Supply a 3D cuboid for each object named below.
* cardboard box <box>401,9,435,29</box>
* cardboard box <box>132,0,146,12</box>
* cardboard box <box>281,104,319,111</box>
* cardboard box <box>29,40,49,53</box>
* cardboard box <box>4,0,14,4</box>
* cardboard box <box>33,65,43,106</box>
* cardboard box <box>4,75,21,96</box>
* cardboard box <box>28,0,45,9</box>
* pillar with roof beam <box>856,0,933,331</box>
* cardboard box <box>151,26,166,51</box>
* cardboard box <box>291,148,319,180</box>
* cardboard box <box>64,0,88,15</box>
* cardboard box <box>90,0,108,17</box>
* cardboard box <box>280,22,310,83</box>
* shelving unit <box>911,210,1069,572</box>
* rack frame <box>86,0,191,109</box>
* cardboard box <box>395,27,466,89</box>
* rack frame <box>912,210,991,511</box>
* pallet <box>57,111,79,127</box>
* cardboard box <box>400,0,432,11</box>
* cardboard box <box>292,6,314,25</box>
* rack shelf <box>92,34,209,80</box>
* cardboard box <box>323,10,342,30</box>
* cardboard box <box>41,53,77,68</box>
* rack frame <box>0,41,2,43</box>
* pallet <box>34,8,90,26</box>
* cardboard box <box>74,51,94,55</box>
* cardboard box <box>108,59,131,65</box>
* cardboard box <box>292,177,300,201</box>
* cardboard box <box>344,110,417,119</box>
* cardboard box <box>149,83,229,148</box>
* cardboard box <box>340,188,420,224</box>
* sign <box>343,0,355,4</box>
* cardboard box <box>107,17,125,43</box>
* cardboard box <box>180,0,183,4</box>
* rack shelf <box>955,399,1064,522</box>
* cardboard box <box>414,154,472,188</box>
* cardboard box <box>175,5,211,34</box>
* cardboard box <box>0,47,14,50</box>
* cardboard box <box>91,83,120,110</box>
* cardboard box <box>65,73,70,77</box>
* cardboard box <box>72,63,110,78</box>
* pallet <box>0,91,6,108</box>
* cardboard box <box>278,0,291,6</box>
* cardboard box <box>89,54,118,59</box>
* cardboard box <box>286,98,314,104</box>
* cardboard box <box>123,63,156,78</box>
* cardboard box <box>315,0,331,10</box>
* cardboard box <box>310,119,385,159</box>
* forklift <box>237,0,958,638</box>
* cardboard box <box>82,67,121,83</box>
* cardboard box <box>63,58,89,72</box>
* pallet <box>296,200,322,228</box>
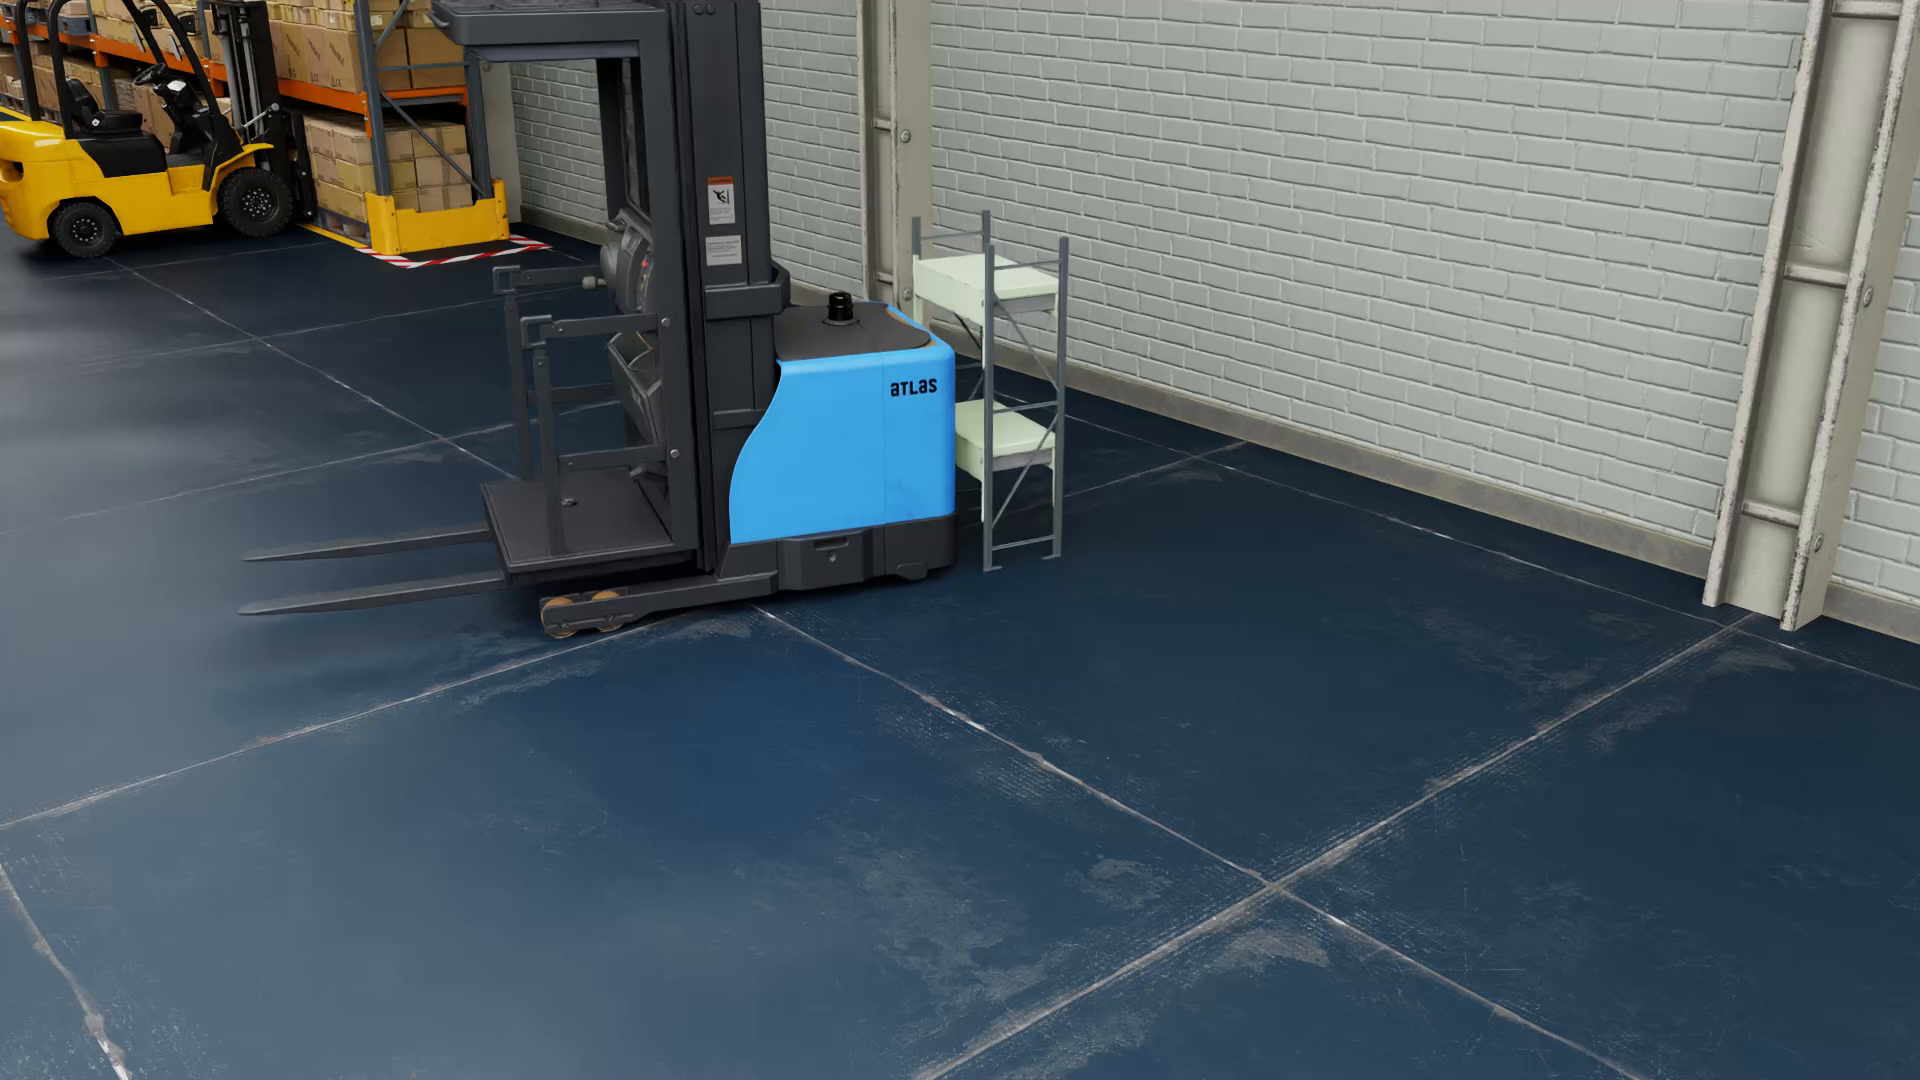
[{"bbox_3d":[-4.596,-4.514,14.370,0.380,0.149,0.250,-18,28,-39],"label":"cardboard box"},{"bbox_3d":[-8.682,-5.780,18.149,0.500,0.250,0.500,-17,27,-37],"label":"cardboard box"},{"bbox_3d":[-6.444,-4.010,15.931,0.500,0.250,0.500,-16,27,-36],"label":"cardboard box"},{"bbox_3d":[-12.326,-6.650,22.404,0.380,0.149,0.250,-18,28,-38],"label":"cardboard box"},{"bbox_3d":[-12.258,-7.381,22.003,0.700,0.500,0.500,-17,27,-36],"label":"cardboard box"},{"bbox_3d":[-12.259,-6.170,22.476,0.500,0.500,0.500,-16,26,-35],"label":"cardboard box"},{"bbox_3d":[-13.223,-6.431,23.463,0.396,0.266,0.258,-16,27,-36],"label":"cardboard box"},{"bbox_3d":[-11.407,-7.021,21.084,0.700,0.500,0.500,-18,27,-38],"label":"cardboard box"},{"bbox_3d":[-3.688,-4.528,7.206,9.100,9.000,0.400,-17,27,-37],"label":"pillar with roof beam"},{"bbox_3d":[-8.343,-5.405,17.876,0.500,0.250,0.500,-17,27,-37],"label":"cardboard box"},{"bbox_3d":[-5.798,-3.497,15.309,0.500,0.250,0.500,-18,28,-39],"label":"cardboard box"},{"bbox_3d":[-10.513,-6.389,19.953,0.380,0.149,0.250,-17,27,-36],"label":"cardboard box"},{"bbox_3d":[-9.707,-6.197,19.213,0.500,0.250,0.500,-17,27,-37],"label":"cardboard box"},{"bbox_3d":[-5.758,-4.417,15.012,0.500,0.500,0.500,-18,28,-38],"label":"cardboard box"},{"bbox_3d":[0.126,-0.708,7.736,0.431,1.500,0.755,-10,24,-25],"label":"shelving unit"},{"bbox_3d":[-9.793,-6.221,19.753,1.000,3.000,0.127,-17,27,-37],"label":"rack frame"},{"bbox_3d":[-4.684,-4.260,14.610,0.500,0.500,0.500,-16,27,-36],"label":"cardboard box"},{"bbox_3d":[-0.039,-0.827,8.040,0.400,1.500,0.023,-10,24,-25],"label":"rack frame"},{"bbox_3d":[-11.044,-5.474,21.672,1.003,0.211,1.213,-17,27,-37],"label":"pallet"},{"bbox_3d":[-4.628,-4.641,14.286,0.380,0.149,0.250,-18,28,-38],"label":"cardboard box"},{"bbox_3d":[-5.685,-4.672,14.772,0.380,0.149,0.250,-19,28,-39],"label":"cardboard box"},{"bbox_3d":[-8.488,-5.333,18.474,1.077,0.370,4.000,-17,27,-37],"label":"rack shelf"},{"bbox_3d":[-5.199,-4.452,14.210,0.380,0.149,0.250,-17,27,-37],"label":"cardboard box"},{"bbox_3d":[-11.956,-6.371,22.099,0.380,0.149,0.250,-19,28,-40],"label":"cardboard box"},{"bbox_3d":[-15.015,-8.431,25.396,1.000,3.000,0.127,-17,27,-37],"label":"rack frame"},{"bbox_3d":[-11.066,-6.667,21.157,1.003,0.211,1.213,-17,27,-37],"label":"pallet"},{"bbox_3d":[-11.770,-6.555,22.569,0.380,0.149,0.250,-17,27,-37],"label":"cardboard box"},{"bbox_3d":[-10.782,-6.117,21.451,0.380,0.149,0.250,-17,27,-37],"label":"cardboard box"},{"bbox_3d":[-6.110,-3.398,15.742,0.500,0.250,0.500,-16,27,-36],"label":"cardboard box"},{"bbox_3d":[-5.389,-3.847,15.516,0.500,0.250,0.500,-18,27,-38],"label":"cardboard box"},{"bbox_3d":[-8.524,-4.770,18.730,0.875,0.625,0.625,-19,28,-40],"label":"cardboard box"},{"bbox_3d":[-5.117,-2.980,14.674,0.500,0.250,0.500,-17,27,-37],"label":"cardboard box"},{"bbox_3d":[-4.991,-4.534,13.536,0.100,0.325,0.005,-17,27,-37],"label":"sign"},{"bbox_3d":[-9.364,-5.830,18.961,0.500,0.250,0.500,-18,28,-39],"label":"cardboard box"},{"bbox_3d":[-7.875,-5.653,17.277,0.380,0.149,0.250,-17,27,-37],"label":"cardboard box"},{"bbox_3d":[0.126,-0.405,7.855,0.431,0.370,0.720,-10,24,-25],"label":"rack shelf"},{"bbox_3d":[-4.721,-3.338,14.902,0.500,0.250,0.500,-17,27,-36],"label":"cardboard box"},{"bbox_3d":[-7.696,-5.353,17.059,0.500,0.250,0.500,-18,28,-39],"label":"cardboard box"},{"bbox_3d":[-14.159,-7.026,24.660,0.700,0.500,0.500,-16,27,-35],"label":"cardboard box"},{"bbox_3d":[-10.232,-5.318,20.300,0.500,0.500,0.500,-16,27,-36],"label":"cardboard box"},{"bbox_3d":[-11.247,-5.742,21.382,0.500,0.500,0.500,-19,28,-39],"label":"cardboard box"},{"bbox_3d":[-10.949,-5.934,20.984,0.380,0.149,0.250,-18,28,-38],"label":"cardboard box"},{"bbox_3d":[-13.652,-6.554,24.429,1.003,0.211,1.213,-17,27,-37],"label":"pallet"},{"bbox_3d":[-5.874,-4.875,14.883,0.380,0.149,0.250,-17,27,-36],"label":"cardboard box"},{"bbox_3d":[-11.278,-6.336,22.011,0.380,0.149,0.250,-17,27,-36],"label":"cardboard box"},{"bbox_3d":[-6.372,-4.270,16.596,0.500,0.250,0.500,-18,28,-38],"label":"cardboard box"},{"bbox_3d":[-10.274,-5.902,20.902,0.380,0.149,0.250,-17,27,-37],"label":"cardboard box"},{"bbox_3d":[-5.340,-4.673,14.367,0.380,0.149,0.250,-17,27,-36],"label":"cardboard box"},{"bbox_3d":[-5.446,-3.584,14.844,0.500,0.250,0.500,-17,27,-36],"label":"cardboard box"},{"bbox_3d":[-1.579,-1.172,6.958,3.031,2.935,1.130,-8,23,-19],"label":"forklift"},{"bbox_3d":[-10.509,-5.698,20.382,0.380,0.149,0.250,-19,28,-40],"label":"cardboard box"},{"bbox_3d":[-11.472,-6.151,21.538,0.380,0.149,0.250,-16,27,-36],"label":"cardboard box"},{"bbox_3d":[-5.894,-3.250,15.993,1.003,0.211,1.213,-17,27,-37],"label":"pallet"}]
